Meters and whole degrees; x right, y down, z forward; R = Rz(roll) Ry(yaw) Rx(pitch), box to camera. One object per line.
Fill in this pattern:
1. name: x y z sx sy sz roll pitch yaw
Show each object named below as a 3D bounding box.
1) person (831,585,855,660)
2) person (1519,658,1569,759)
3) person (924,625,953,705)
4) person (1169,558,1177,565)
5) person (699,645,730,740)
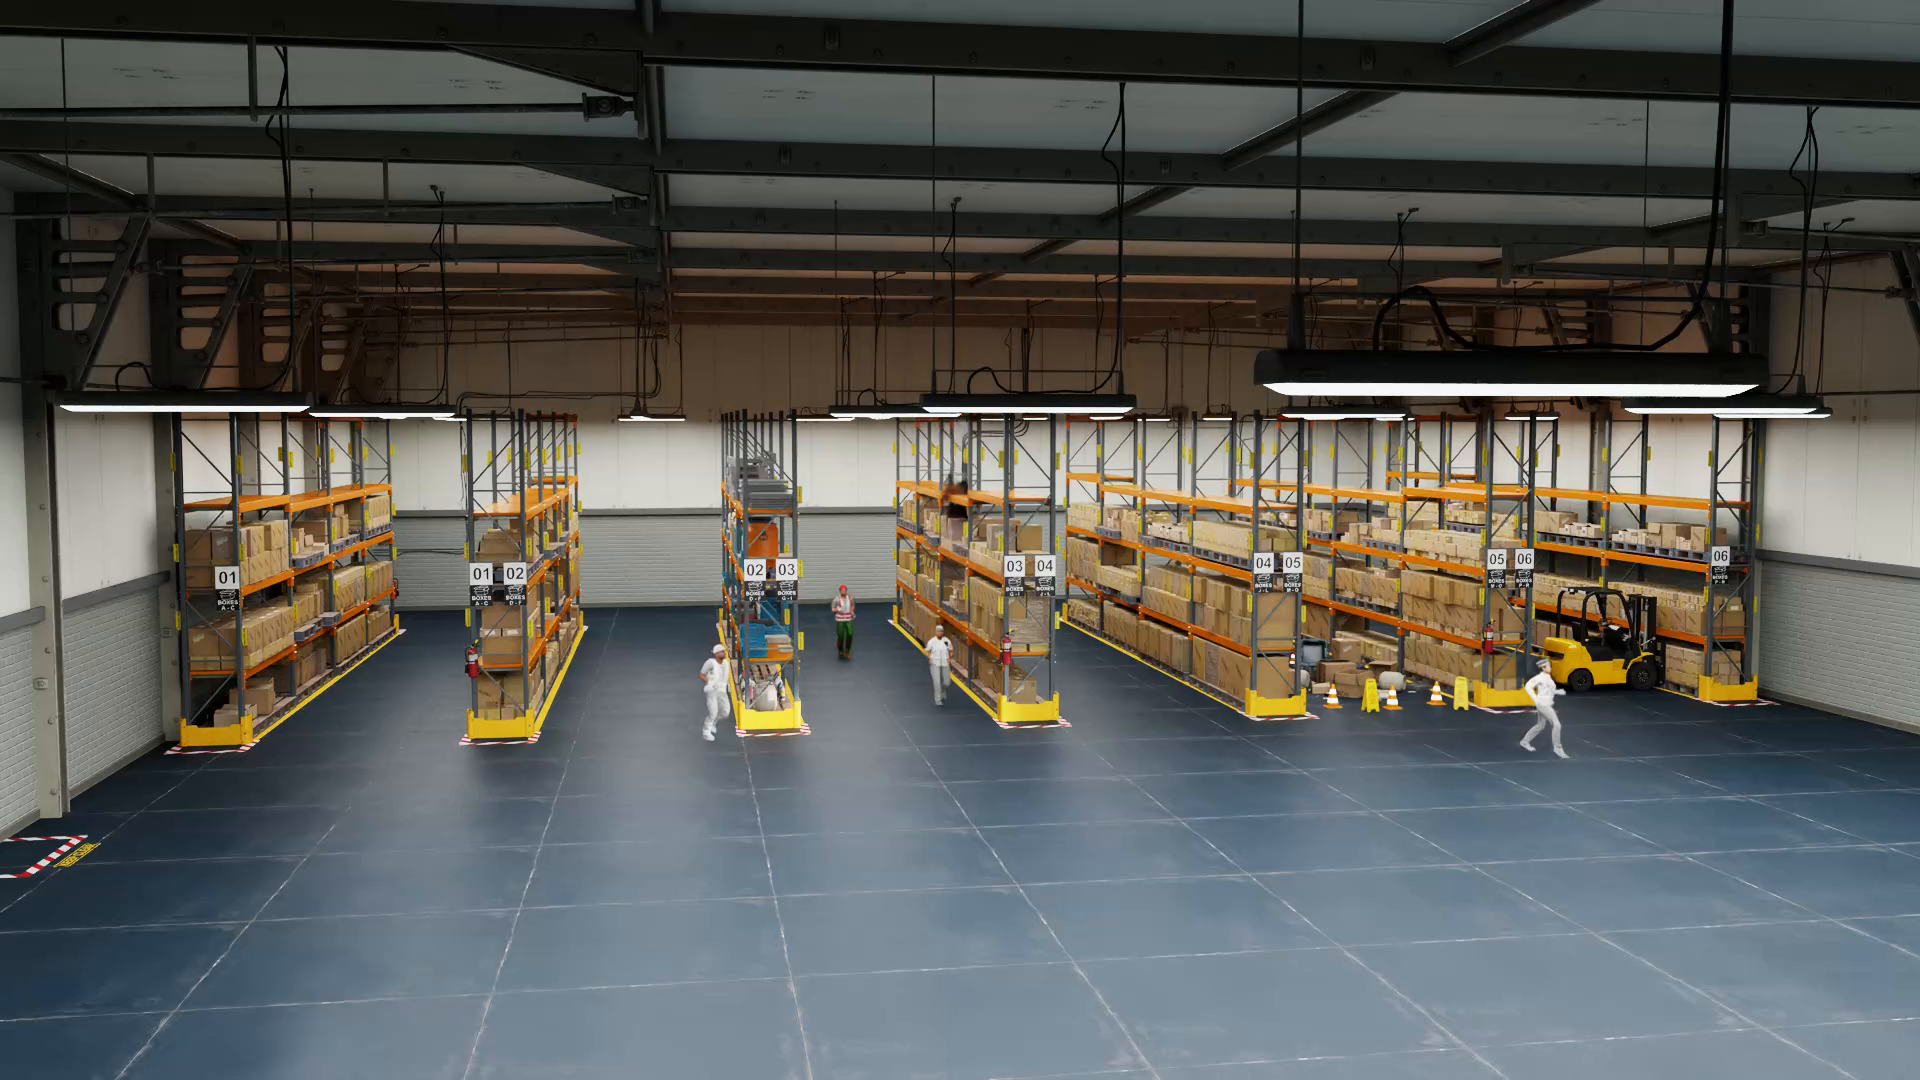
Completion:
1. person: -2.821 2.003 40.541 0.632 1.824 0.705 -1 4 -17
2. person: 10.081 2.883 28.658 0.863 1.711 0.620 2 5 29
3. person: -0.425 2.546 33.954 0.605 1.615 0.579 -1 4 -10
4. person: 6.477 1.329 50.823 0.954 1.668 0.567 -2 4 -23
5. person: -4.434 2.761 30.357 0.573 1.696 0.685 4 6 44
